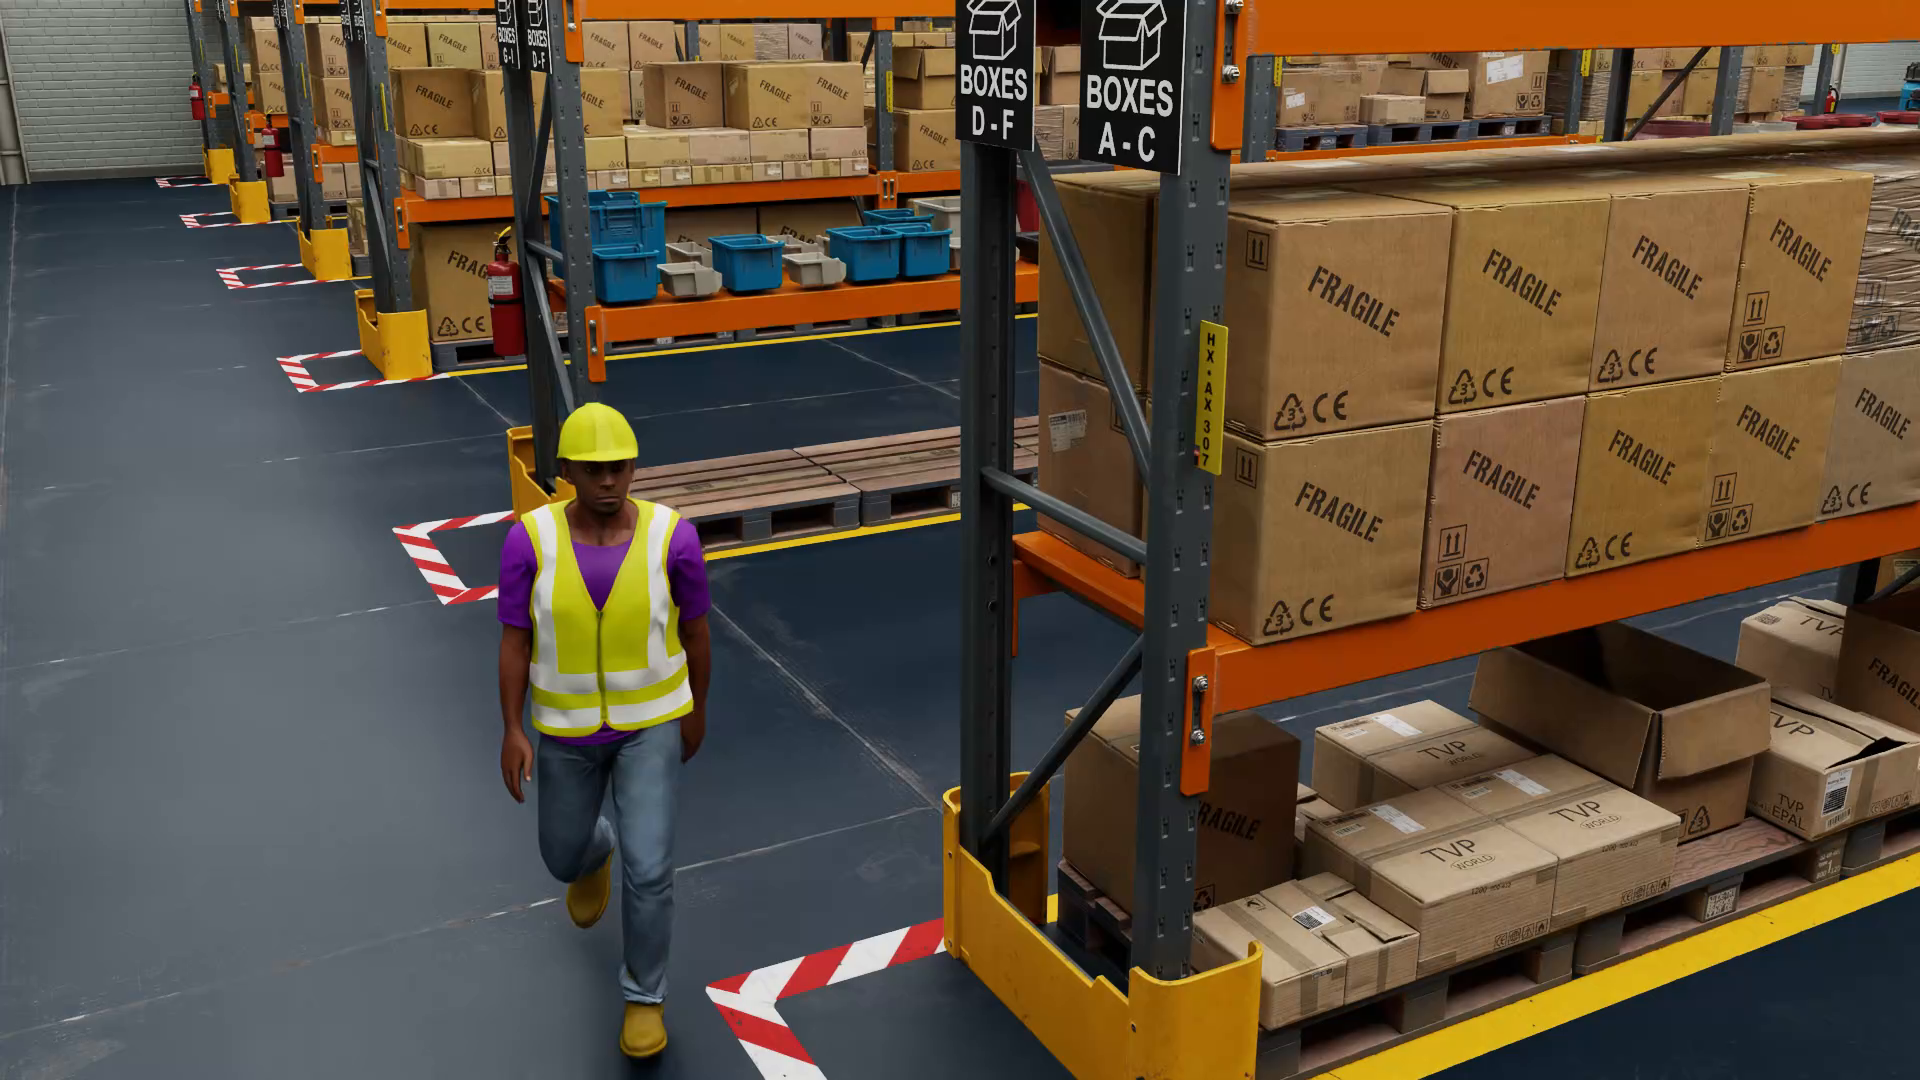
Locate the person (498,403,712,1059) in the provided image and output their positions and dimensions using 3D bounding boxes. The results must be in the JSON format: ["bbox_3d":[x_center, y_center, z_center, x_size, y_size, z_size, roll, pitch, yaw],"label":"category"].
[{"bbox_3d":[5.068,-1.252,9.762,13.641,1.730,10.569,-2,18,-5],"label":"person"}]
